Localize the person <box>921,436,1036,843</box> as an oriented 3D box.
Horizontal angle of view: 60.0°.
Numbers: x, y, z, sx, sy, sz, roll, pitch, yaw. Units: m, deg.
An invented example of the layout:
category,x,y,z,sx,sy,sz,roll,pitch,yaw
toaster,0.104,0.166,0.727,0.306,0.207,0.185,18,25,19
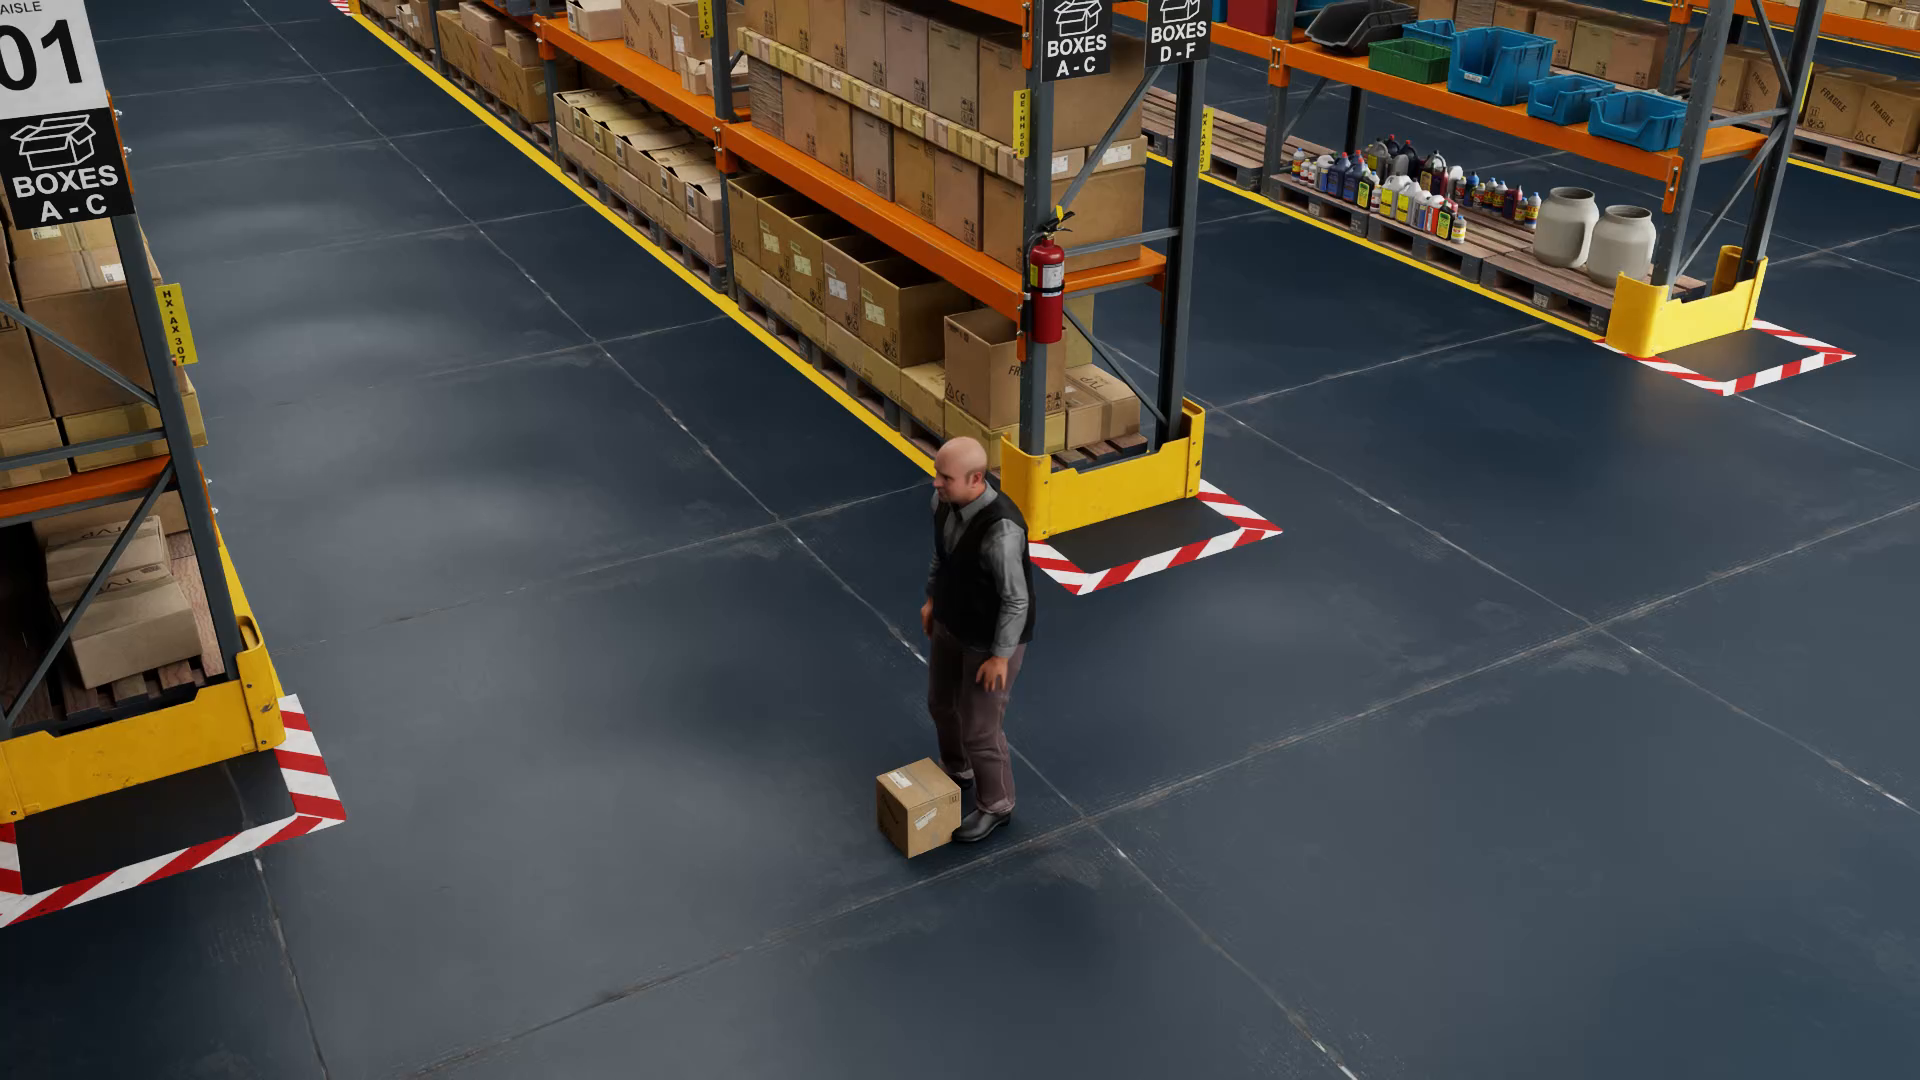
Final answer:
category,x,y,z,sx,sy,sz,roll,pitch,yaw
person,0.066,0.406,6.517,0.415,1.619,0.580,-16,32,-26
